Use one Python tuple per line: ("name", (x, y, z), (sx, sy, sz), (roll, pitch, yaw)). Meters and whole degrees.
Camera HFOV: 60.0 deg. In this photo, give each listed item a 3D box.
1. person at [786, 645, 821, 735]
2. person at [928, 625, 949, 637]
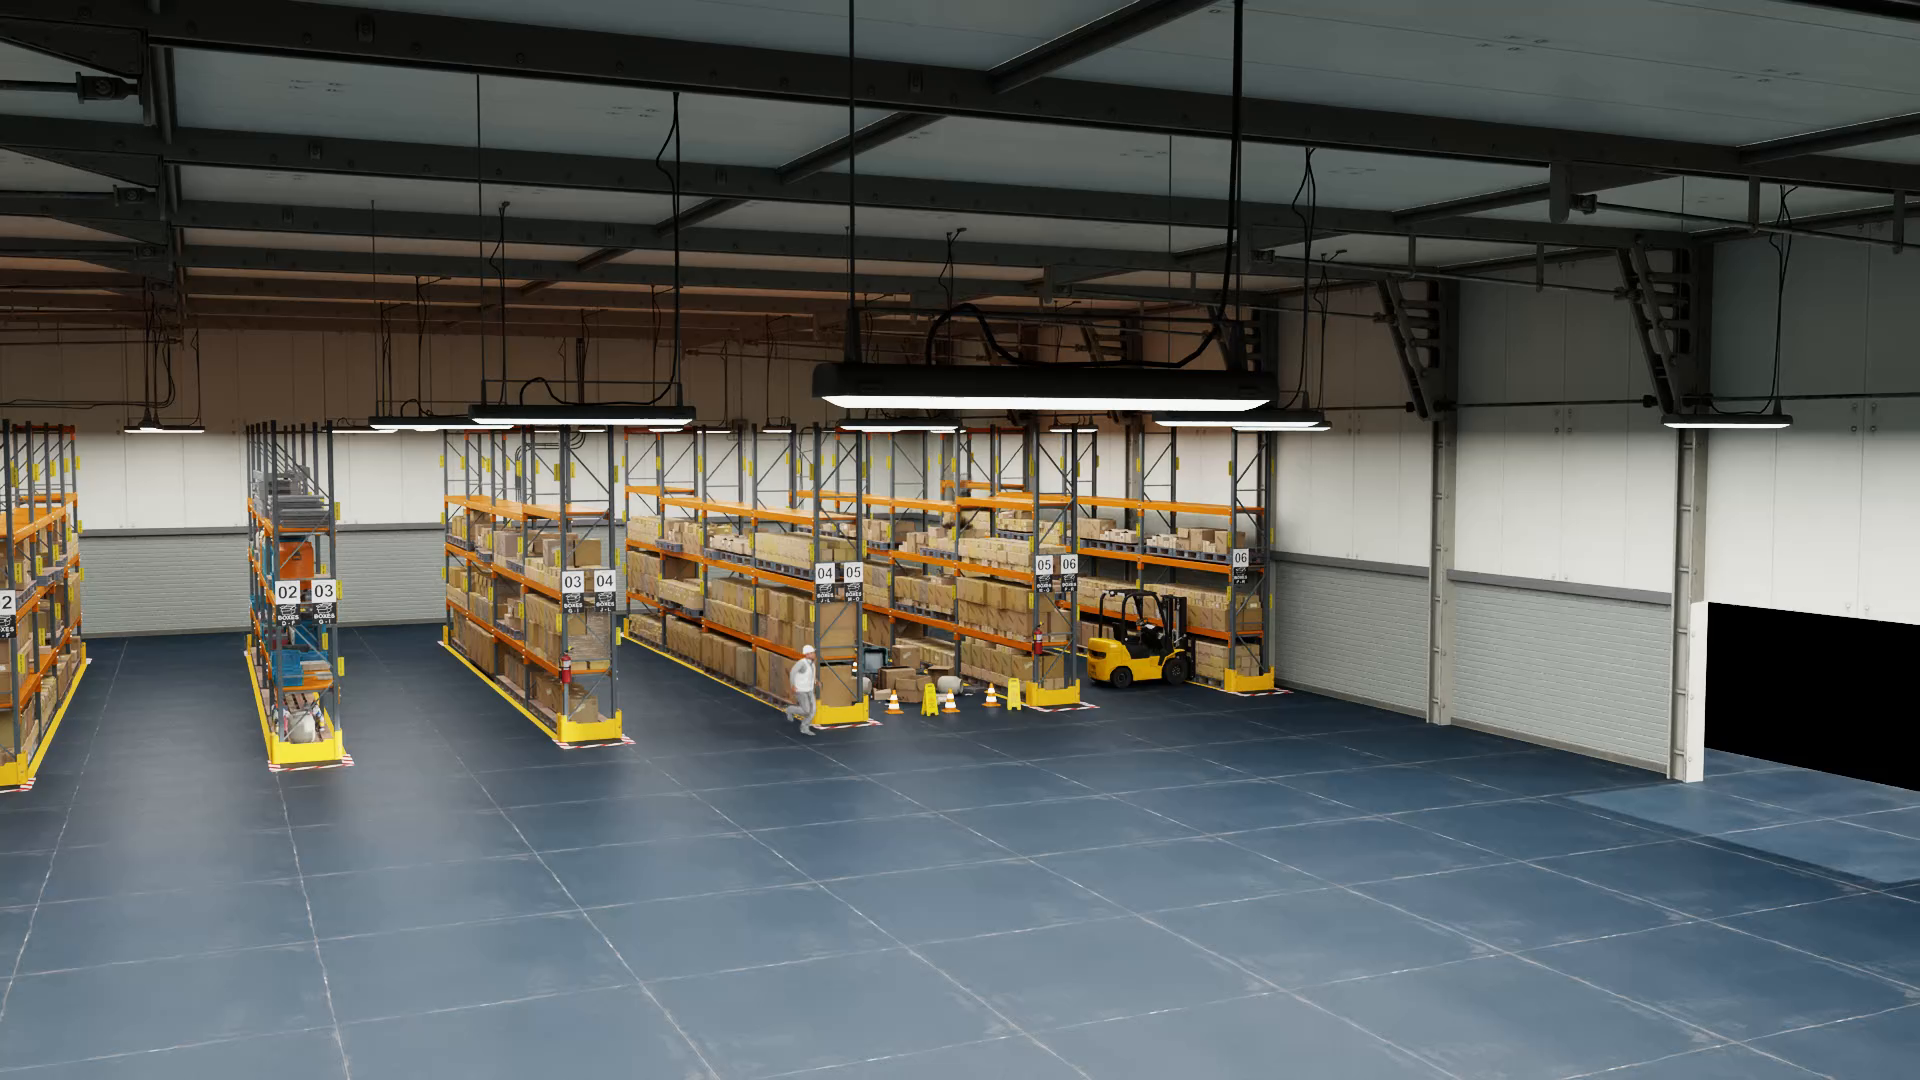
("person", (-3.023, 2.881, 31.991), (0.698, 1.734, 0.688), (2, 4, 28))
("person", (-0.622, 1.918, 46.941), (0.682, 1.772, 1.126), (-2, 4, -34))
